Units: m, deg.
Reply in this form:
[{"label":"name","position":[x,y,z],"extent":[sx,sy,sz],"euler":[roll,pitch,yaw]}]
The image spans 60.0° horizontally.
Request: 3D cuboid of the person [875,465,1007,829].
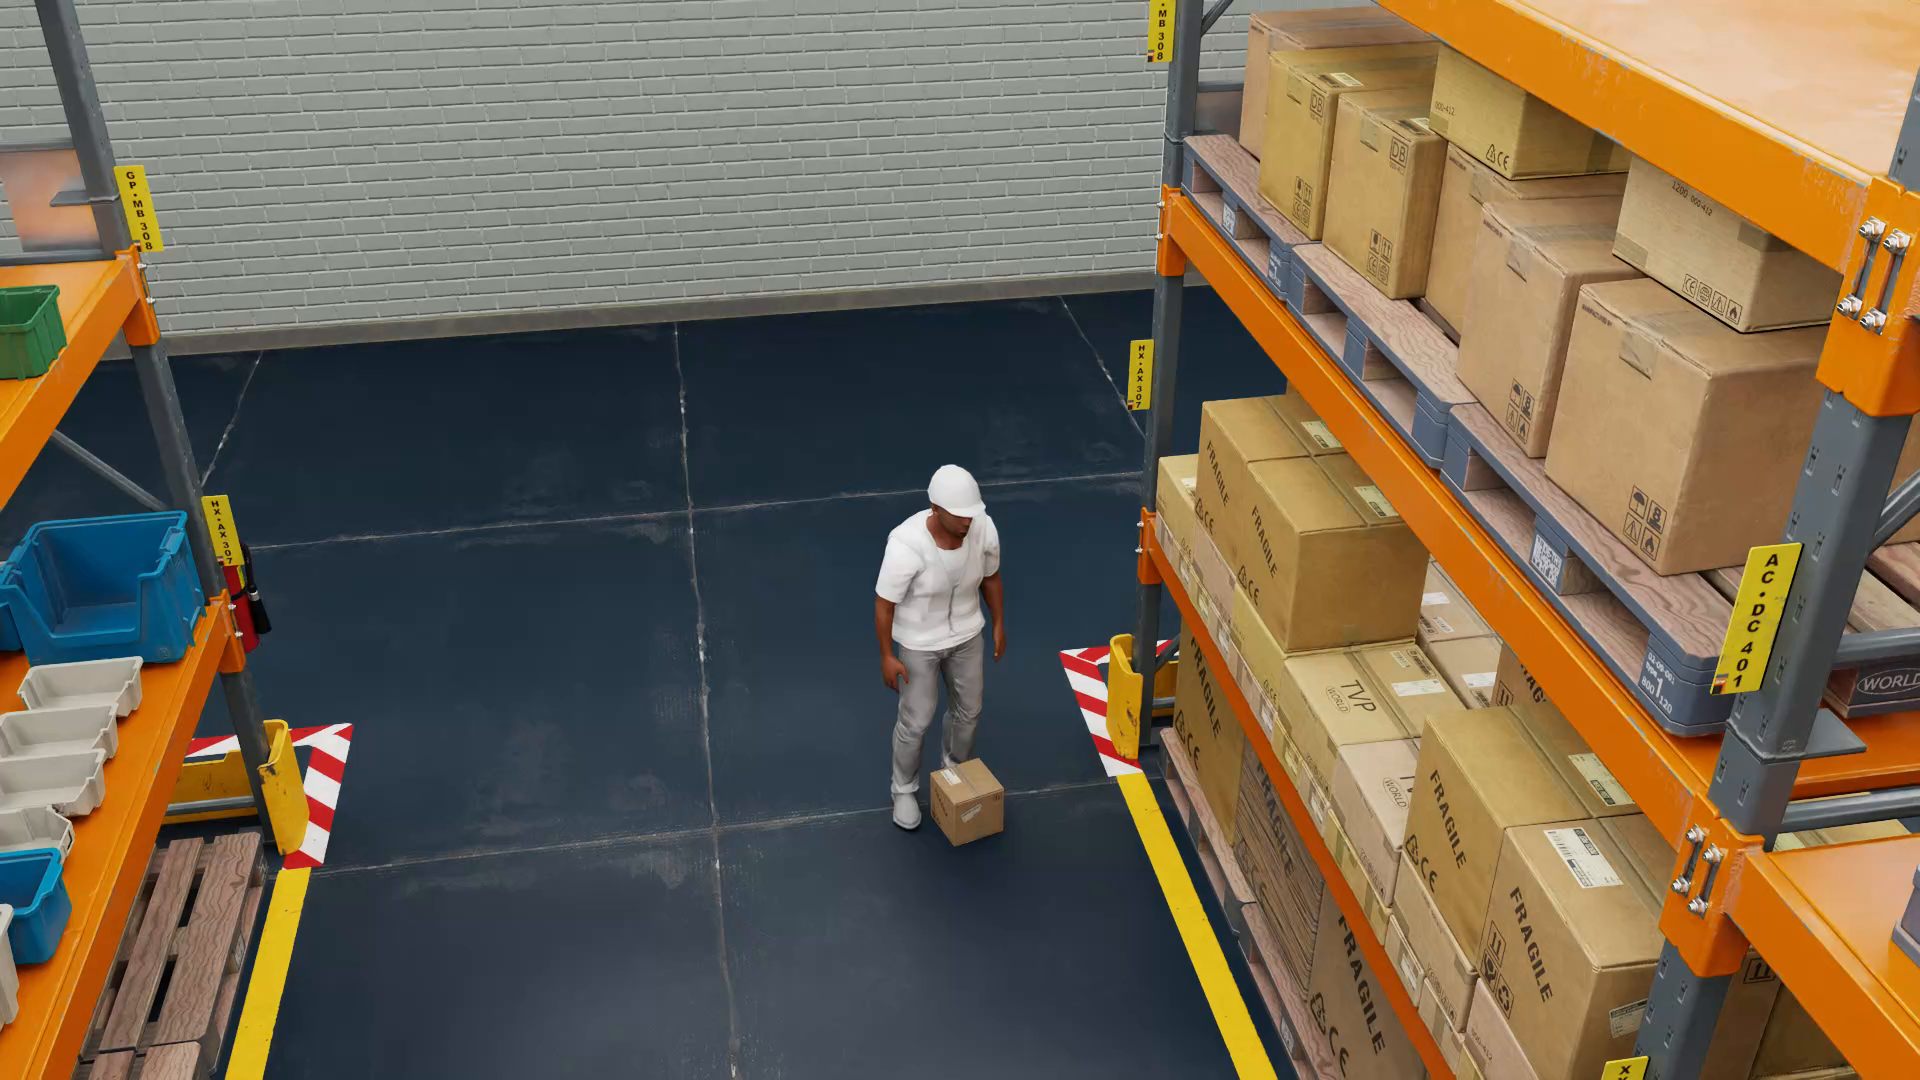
[{"label":"person","position":[-0.073,0.443,7.368],"extent":[0.635,1.760,0.457],"euler":[-15,34,-24]}]
